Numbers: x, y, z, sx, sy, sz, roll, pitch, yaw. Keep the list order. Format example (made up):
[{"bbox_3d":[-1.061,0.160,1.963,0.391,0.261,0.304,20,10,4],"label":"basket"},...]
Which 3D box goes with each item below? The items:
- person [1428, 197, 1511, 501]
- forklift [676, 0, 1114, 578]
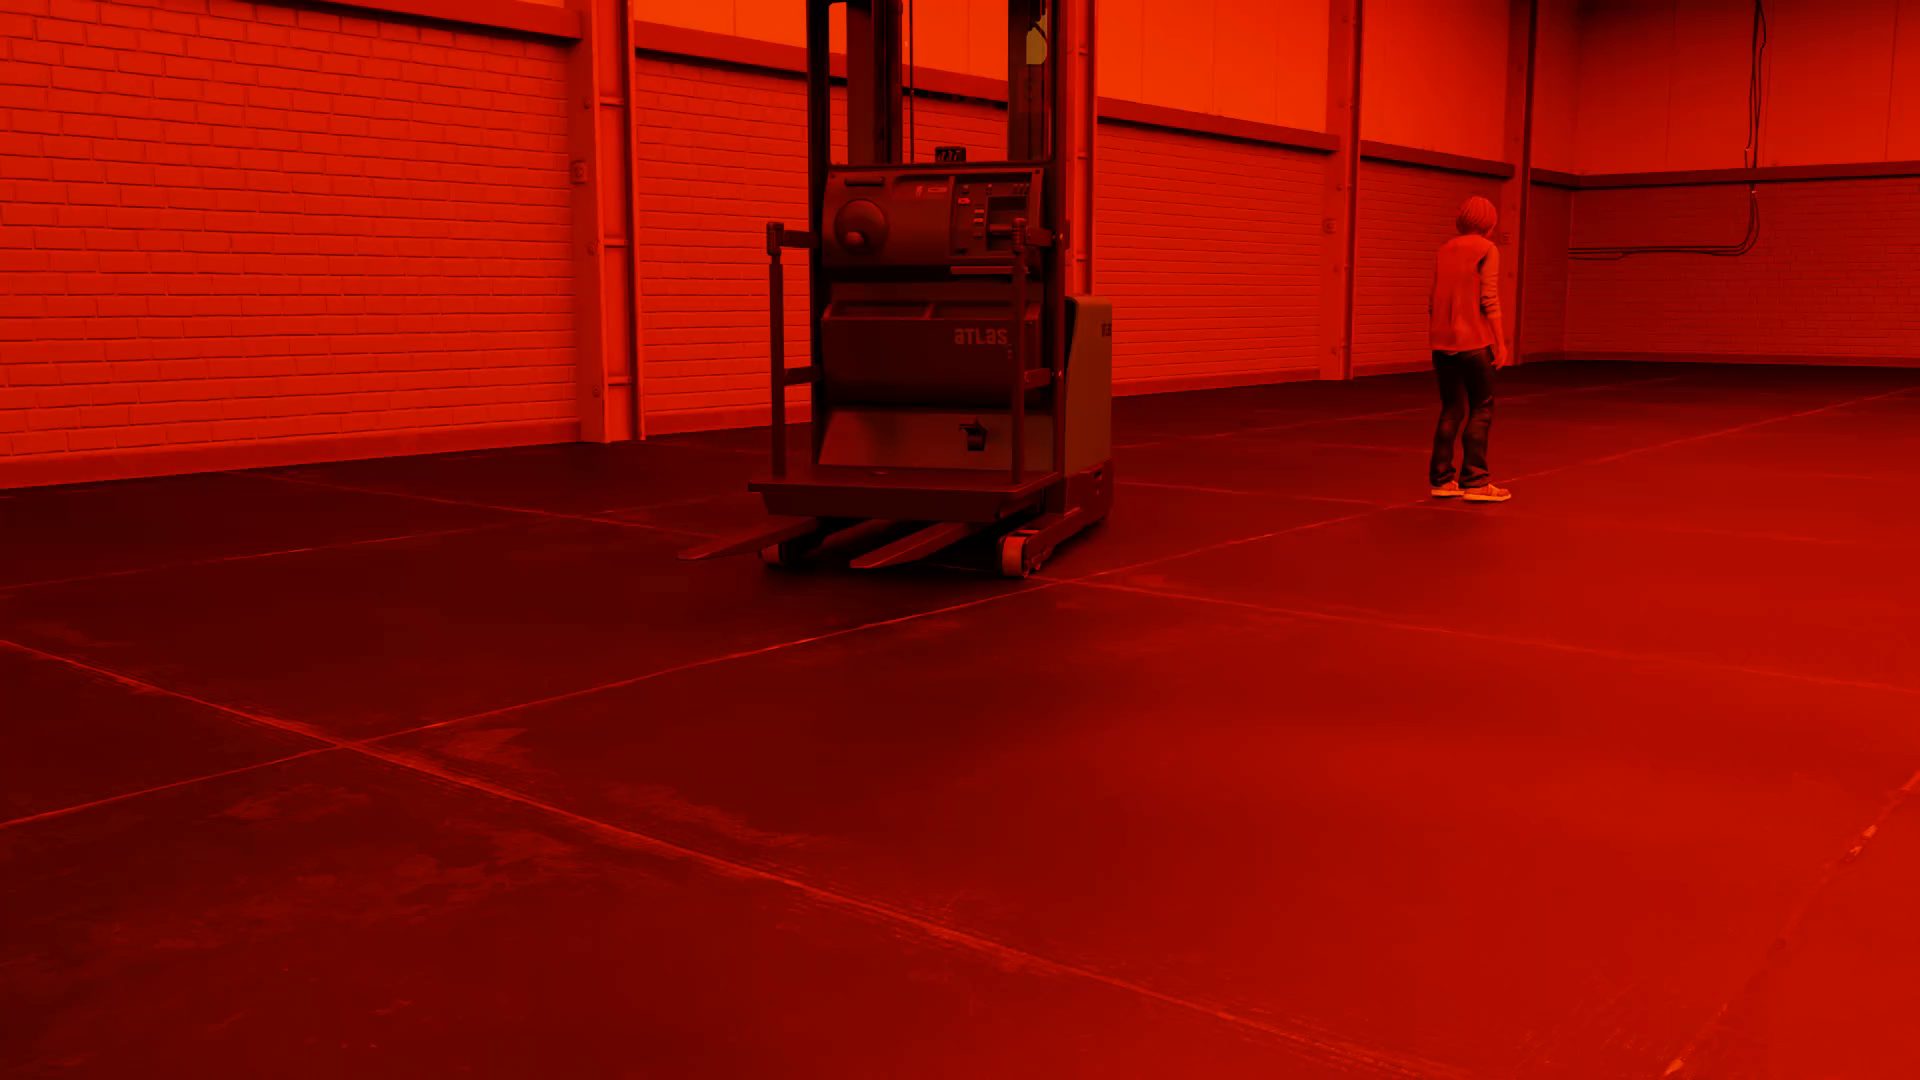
[{"bbox_3d":[2.681,-1.012,8.820,0.345,1.593,0.479,-5,10,-30],"label":"person"},{"bbox_3d":[-0.176,-1.366,6.616,1.130,2.935,3.031,3,9,17],"label":"forklift"}]
